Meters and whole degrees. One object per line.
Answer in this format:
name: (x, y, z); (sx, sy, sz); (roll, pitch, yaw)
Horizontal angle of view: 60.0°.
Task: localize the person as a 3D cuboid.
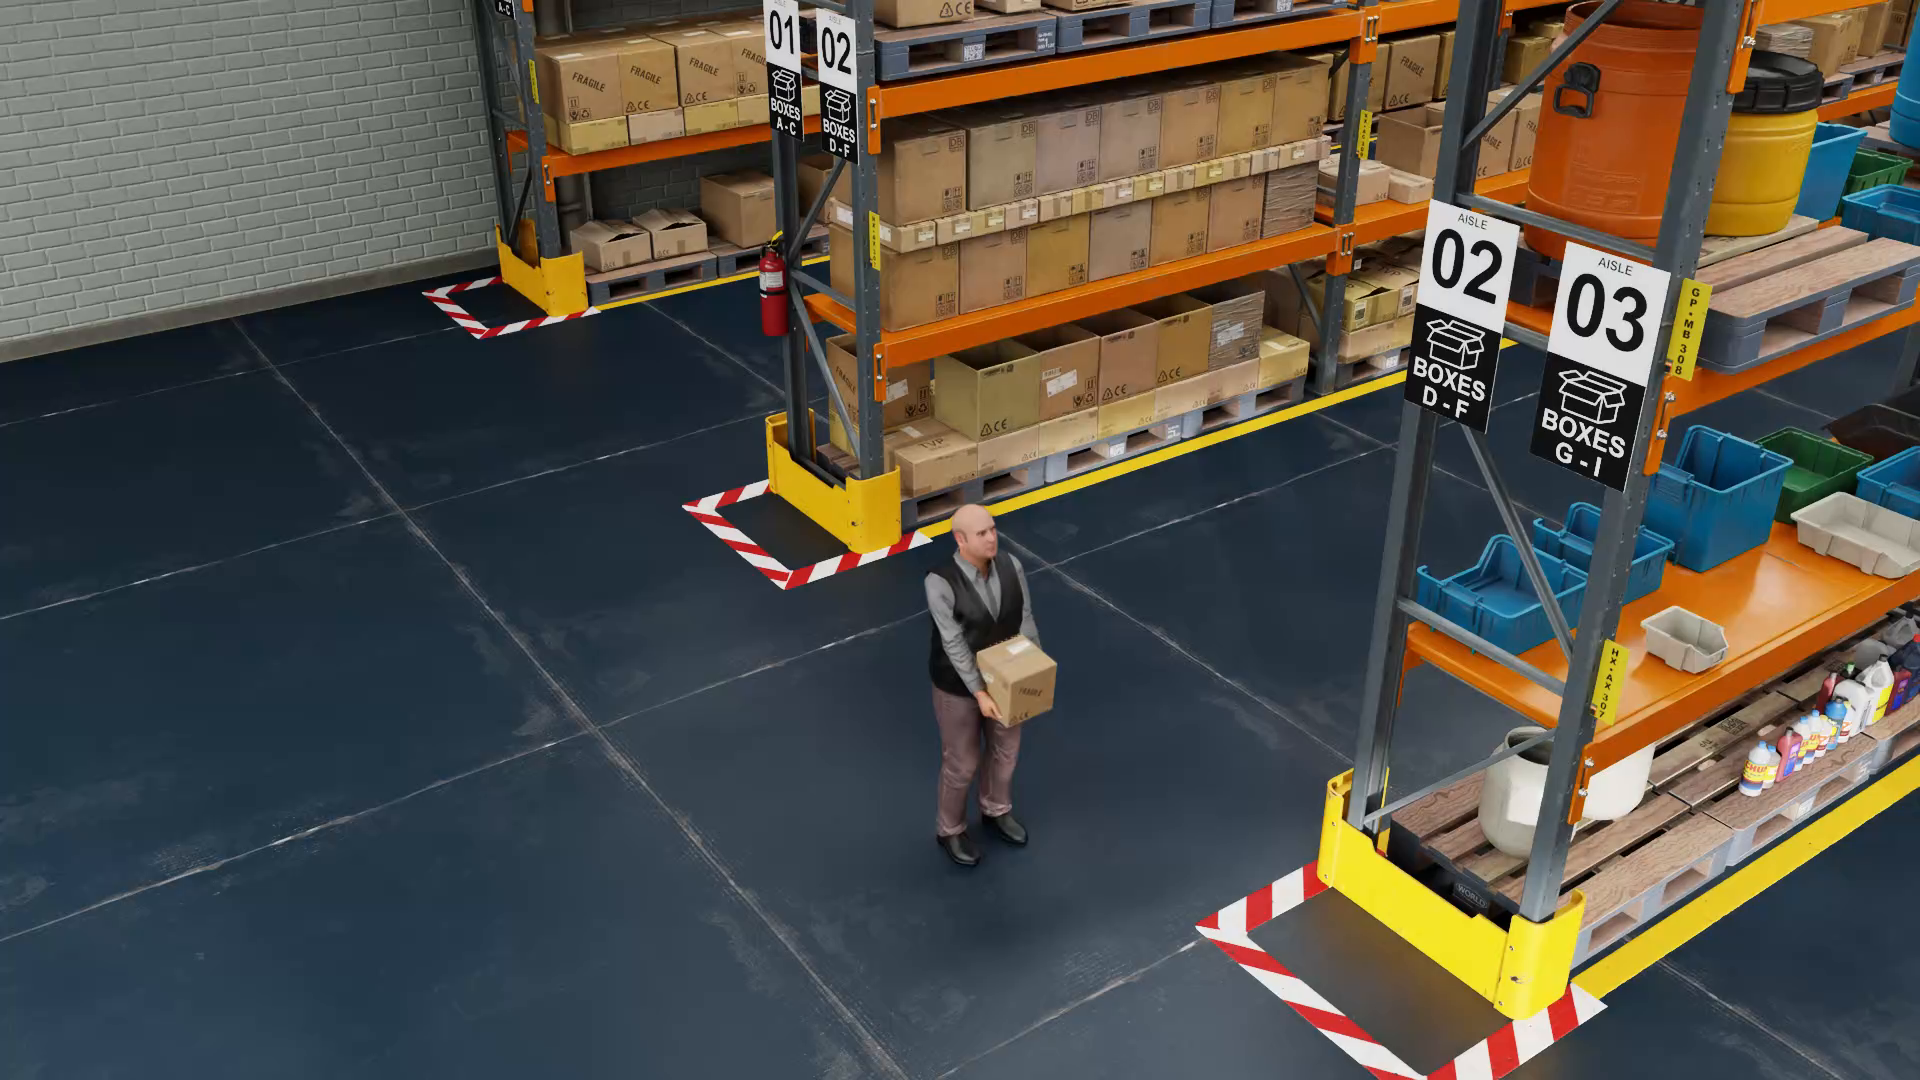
person: (0.142, 0.706, 7.428); (0.498, 1.641, 0.544); (-19, 34, -31)
